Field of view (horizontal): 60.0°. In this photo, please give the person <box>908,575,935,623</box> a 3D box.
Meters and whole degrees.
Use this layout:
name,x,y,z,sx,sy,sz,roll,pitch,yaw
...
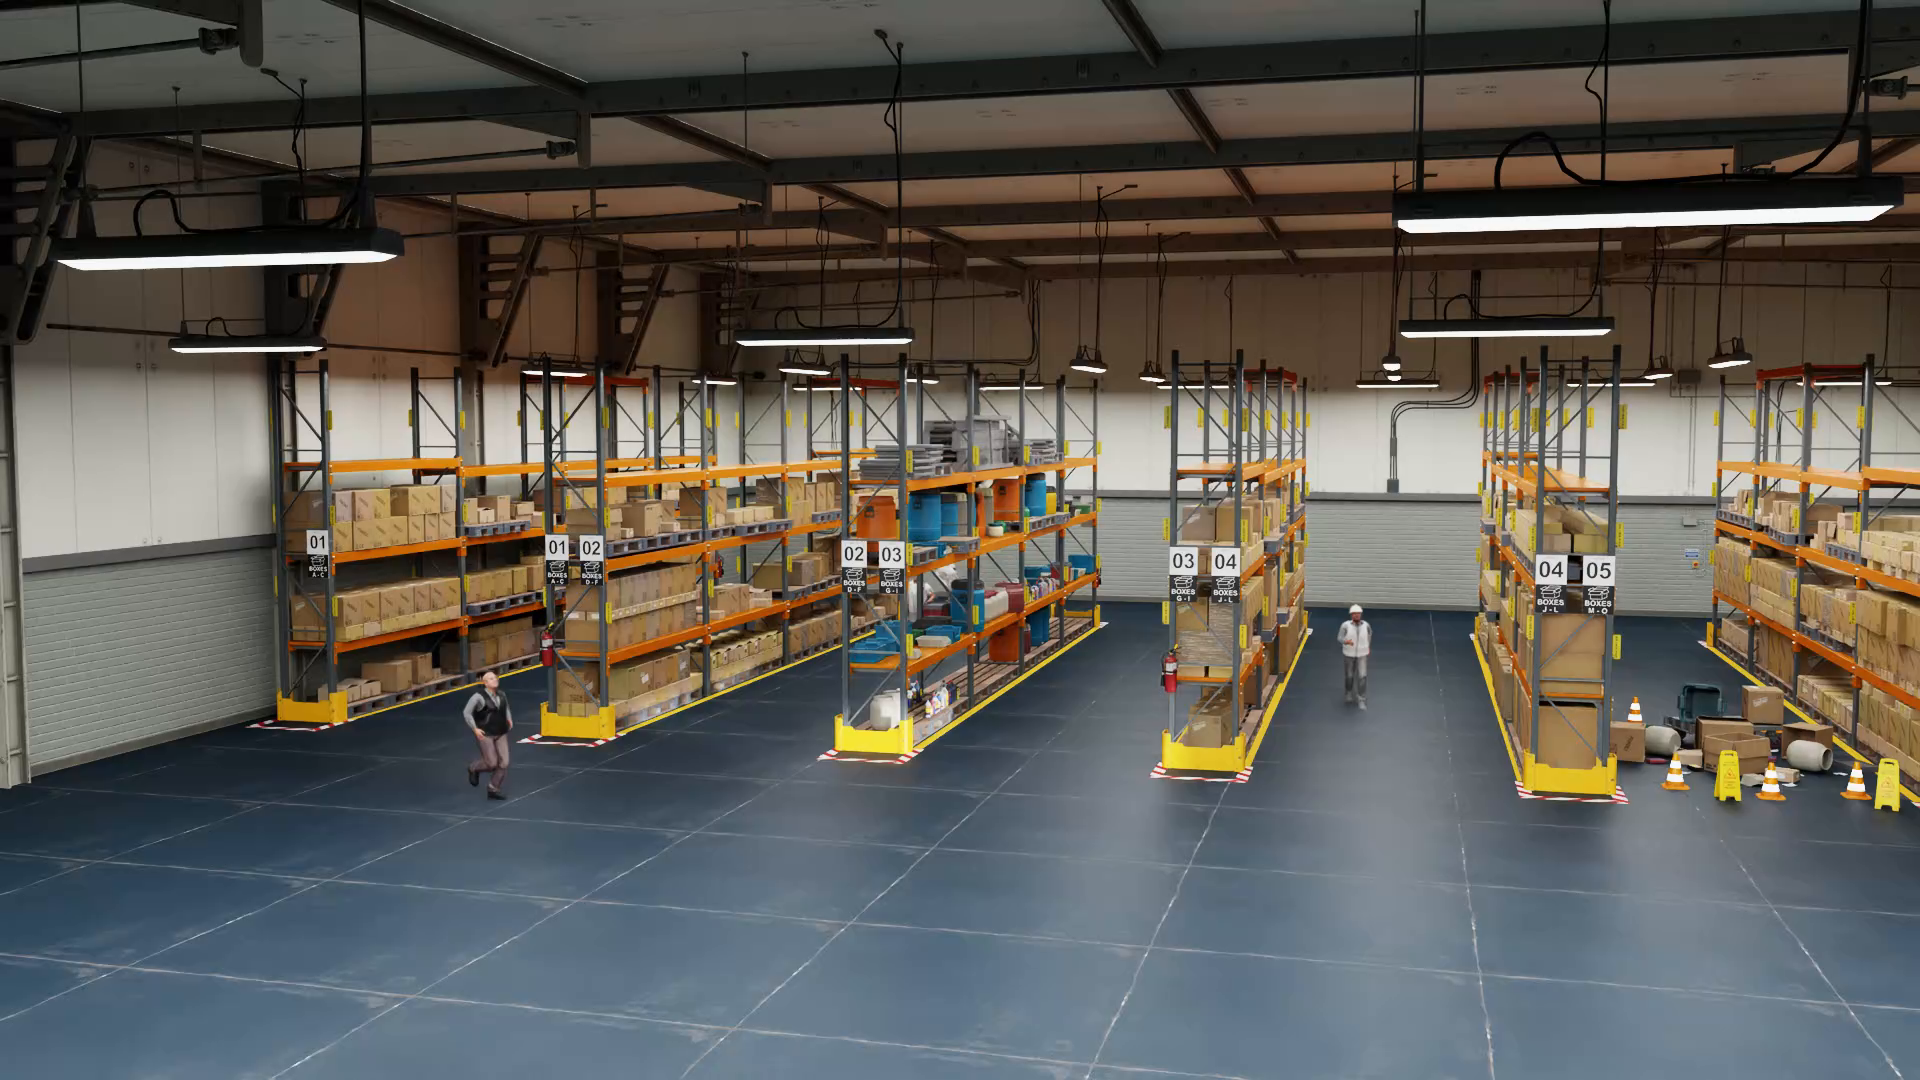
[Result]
name,x,y,z,sx,sy,sz,roll,pitch,yaw
person,-0.832,1.430,33.602,0.662,1.765,0.619,2,4,22

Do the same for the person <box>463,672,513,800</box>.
name,x,y,z,sx,sy,sz,roll,pitch,yaw
person,-6.231,2.590,22.041,0.581,1.686,0.696,3,5,39

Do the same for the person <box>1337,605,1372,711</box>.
name,x,y,z,sx,sy,sz,roll,pitch,yaw
person,6.896,2.020,29.065,0.613,1.807,0.889,1,4,9

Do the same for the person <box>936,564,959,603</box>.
name,x,y,z,sx,sy,sz,roll,pitch,yaw
person,-0.298,1.170,42.054,0.643,1.639,0.794,-4,6,-42
